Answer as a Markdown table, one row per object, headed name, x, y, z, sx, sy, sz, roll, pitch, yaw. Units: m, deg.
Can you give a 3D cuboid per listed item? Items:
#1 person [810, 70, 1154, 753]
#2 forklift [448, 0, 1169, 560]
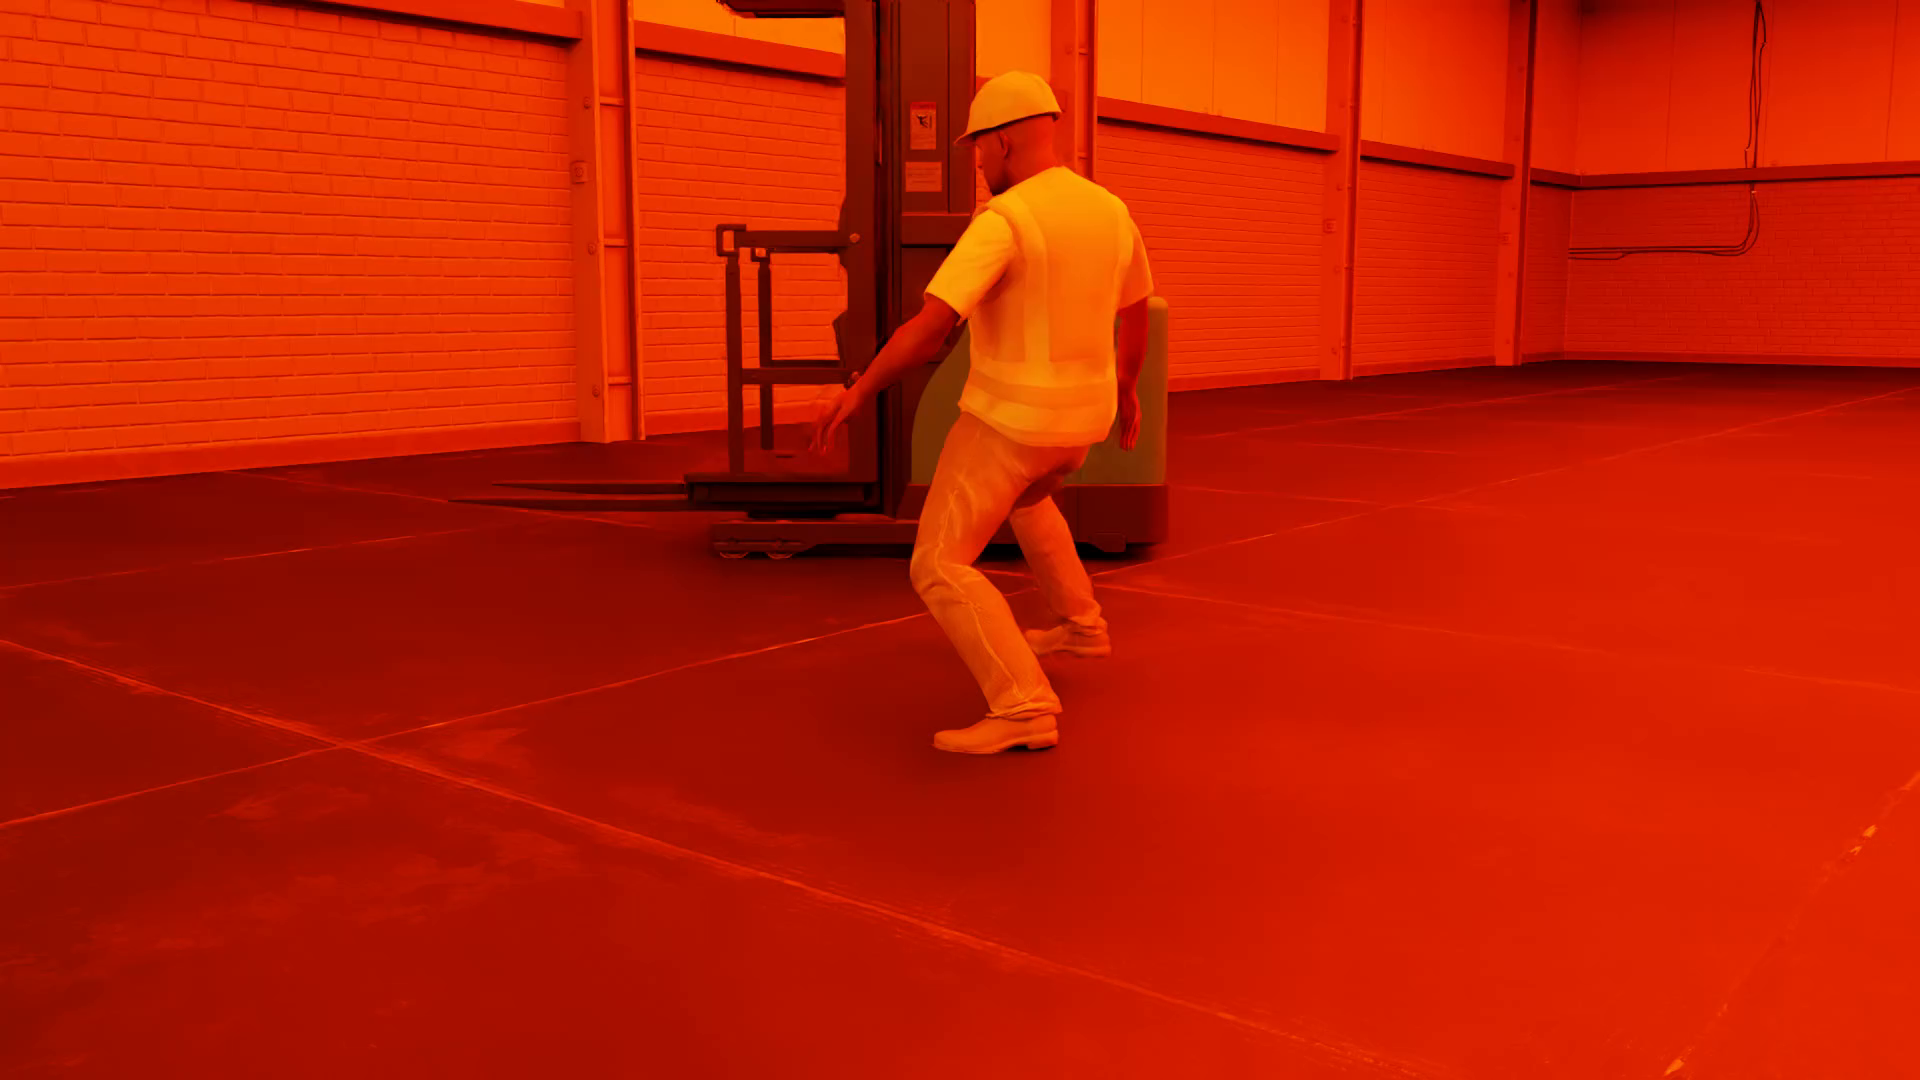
| name | x | y | z | sx | sy | sz | roll | pitch | yaw |
| --- | --- | --- | --- | --- | --- | --- | --- | --- | --- |
| person | 0.139 | -0.350 | 4.248 | 1.016 | 1.638 | 0.668 | -8 | 12 | -44 |
| forklift | -0.646 | -1.444 | 7.151 | 3.031 | 2.935 | 1.130 | 0 | 8 | 1 |
